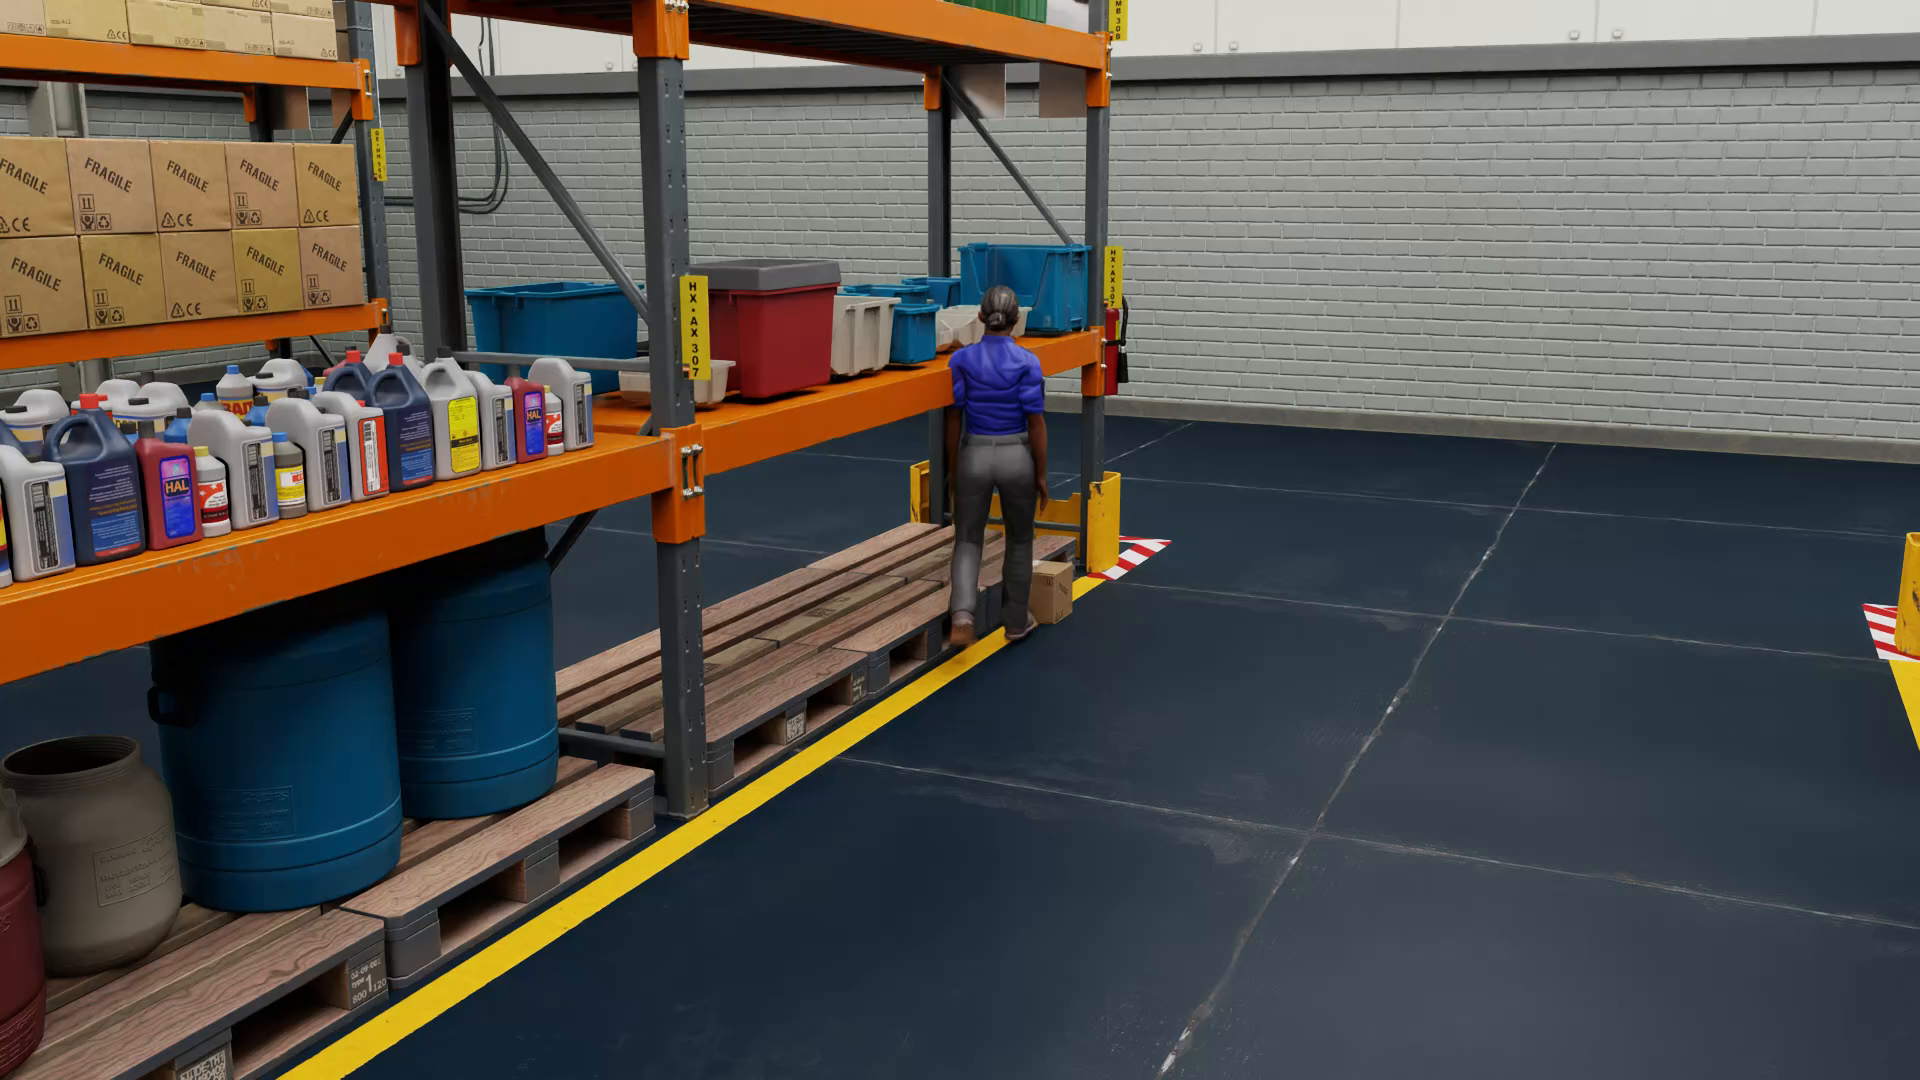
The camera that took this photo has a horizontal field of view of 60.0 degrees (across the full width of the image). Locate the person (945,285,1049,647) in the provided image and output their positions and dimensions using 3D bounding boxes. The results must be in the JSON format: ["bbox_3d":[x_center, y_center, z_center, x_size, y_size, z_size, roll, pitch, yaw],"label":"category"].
[{"bbox_3d":[0.165,-0.316,7.370,0.464,1.625,0.779,2,12,7],"label":"person"}]
